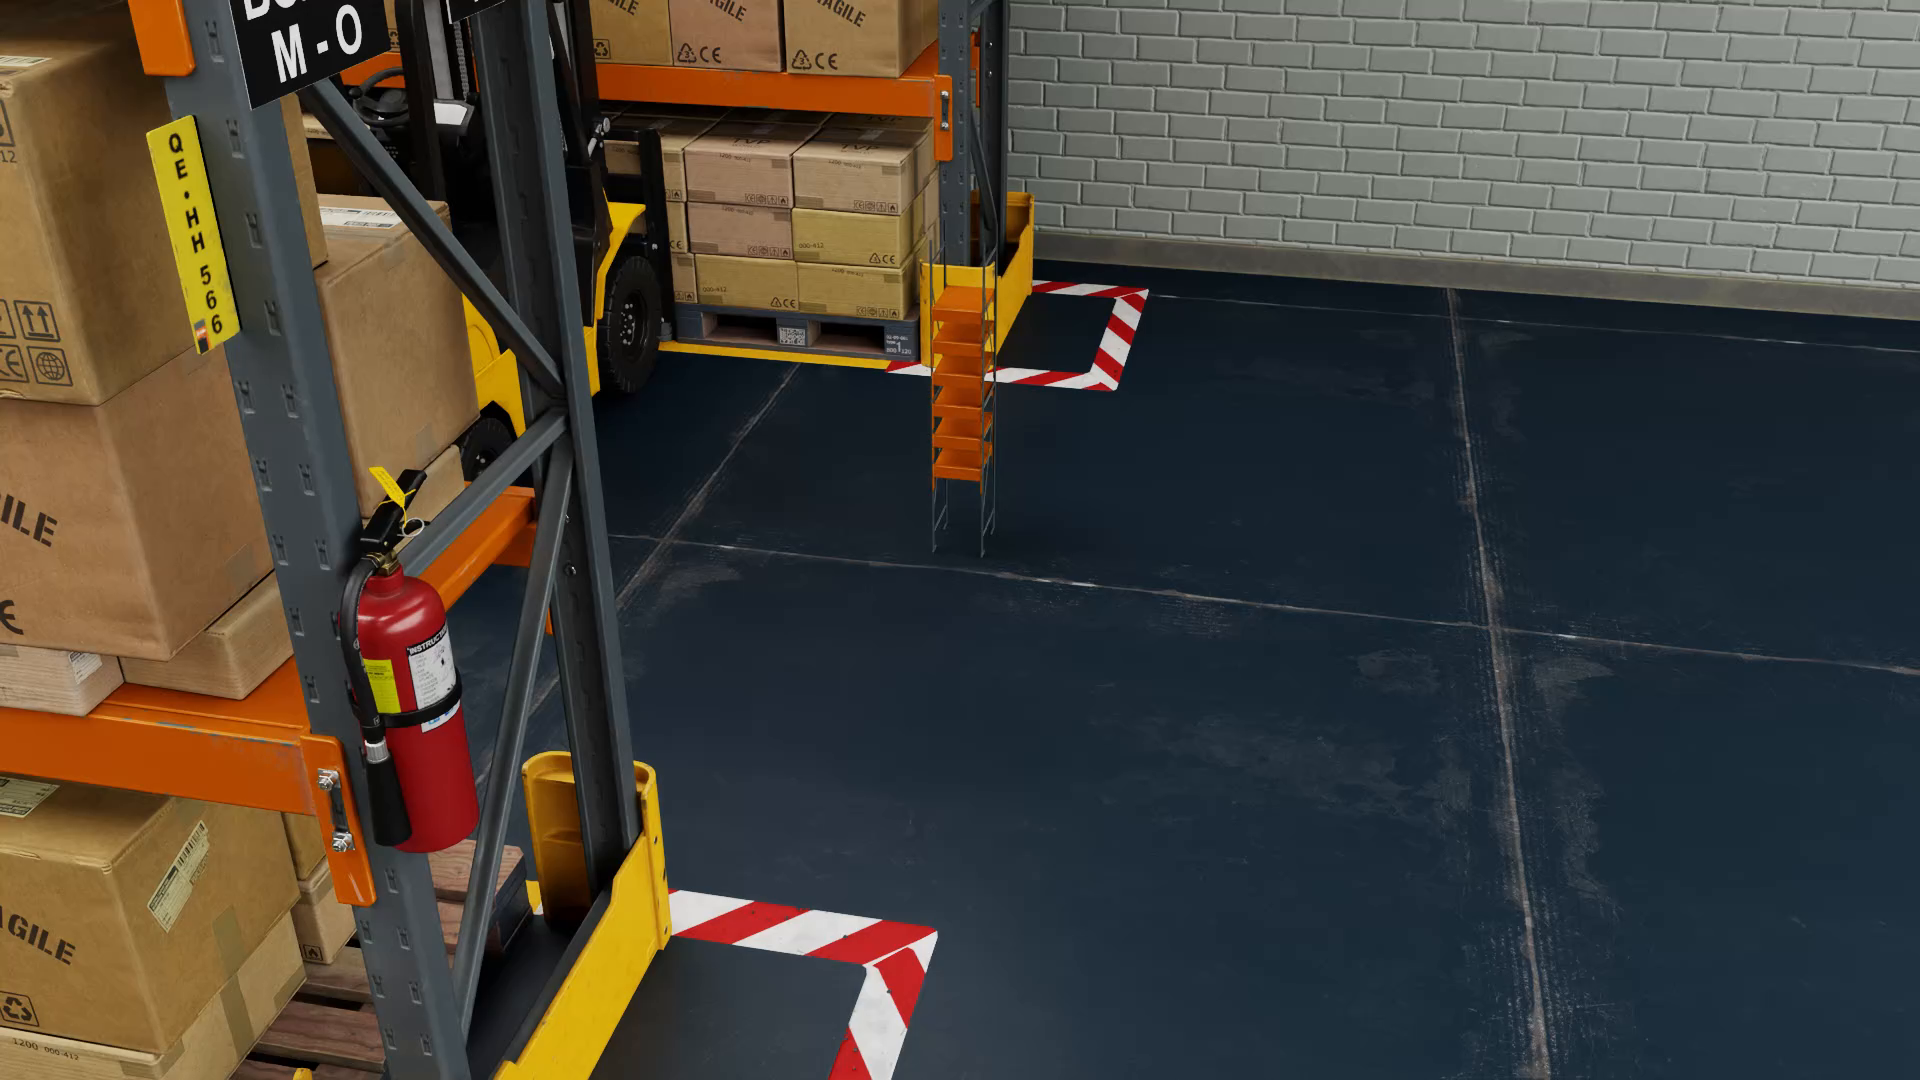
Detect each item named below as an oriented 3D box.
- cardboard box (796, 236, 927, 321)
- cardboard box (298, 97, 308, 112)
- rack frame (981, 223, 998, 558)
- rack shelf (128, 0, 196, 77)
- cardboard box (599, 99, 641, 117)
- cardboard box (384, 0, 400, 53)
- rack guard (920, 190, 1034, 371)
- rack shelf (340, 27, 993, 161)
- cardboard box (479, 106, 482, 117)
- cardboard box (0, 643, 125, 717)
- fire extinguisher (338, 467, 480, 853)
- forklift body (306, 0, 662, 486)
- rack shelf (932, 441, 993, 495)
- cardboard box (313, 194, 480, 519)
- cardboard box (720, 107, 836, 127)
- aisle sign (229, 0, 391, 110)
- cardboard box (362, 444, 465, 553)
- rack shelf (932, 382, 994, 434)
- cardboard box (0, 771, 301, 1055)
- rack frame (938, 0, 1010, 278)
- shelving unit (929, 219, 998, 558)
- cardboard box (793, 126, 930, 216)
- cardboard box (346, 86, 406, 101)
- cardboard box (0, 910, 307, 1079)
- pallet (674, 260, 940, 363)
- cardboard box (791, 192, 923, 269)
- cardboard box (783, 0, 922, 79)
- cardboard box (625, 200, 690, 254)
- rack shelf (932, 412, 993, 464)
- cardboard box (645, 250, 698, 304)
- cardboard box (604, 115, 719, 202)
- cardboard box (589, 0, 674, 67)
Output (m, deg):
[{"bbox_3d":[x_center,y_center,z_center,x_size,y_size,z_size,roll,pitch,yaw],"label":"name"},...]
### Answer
[{"bbox_3d":[-0.454,-1.255,7.845,0.500,0.250,0.500,6,29,11],"label":"cardboard box"},{"bbox_3d":[-3.432,-2.000,8.165,0.500,0.250,0.500,5,29,10],"label":"cardboard box"},{"bbox_3d":[0.104,-0.516,5.942,0.006,1.200,0.240,6,29,11],"label":"rack frame"},{"bbox_3d":[-2.917,-1.247,3.030,4.000,0.370,1.077,6,29,11],"label":"rack shelf"},{"bbox_3d":[-1.835,-2.090,8.329,0.500,0.250,0.500,5,29,10],"label":"cardboard box"},{"bbox_3d":[-2.452,-2.561,7.701,0.500,0.500,0.500,6,29,10],"label":"cardboard box"},{"bbox_3d":[0.095,-1.279,8.066,0.348,0.500,1.175,6,29,11],"label":"rack guard"},{"bbox_3d":[-1.884,-2.263,8.009,4.000,0.370,1.077,6,29,11],"label":"rack shelf"},{"bbox_3d":[-2.445,-1.900,7.981,0.500,0.250,0.500,7,29,12],"label":"cardboard box"},{"bbox_3d":[-1.642,0.153,3.108,0.250,0.149,0.380,6,29,10],"label":"cardboard box"},{"bbox_3d":[-0.945,0.215,2.814,0.183,0.674,0.296,6,29,11],"label":"fire extinguisher"},{"bbox_3d":[-2.164,-1.339,6.456,1.214,2.155,2.313,6,29,11],"label":"forklift body"},{"bbox_3d":[0.014,-0.275,6.096,0.180,0.103,0.258,6,29,11],"label":"rack shelf"},{"bbox_3d":[-1.366,-0.399,3.441,0.500,0.500,0.500,5,29,10],"label":"cardboard box"},{"bbox_3d":[-0.848,-1.980,8.128,0.500,0.250,0.500,6,29,11],"label":"cardboard box"},{"bbox_3d":[-0.961,-1.045,2.327,0.004,0.787,0.394,6,29,11],"label":"aisle sign"},{"bbox_3d":[-1.250,-0.068,3.512,0.250,0.149,0.380,6,29,11],"label":"cardboard box"},{"bbox_3d":[0.014,-0.486,5.981,0.180,0.103,0.258,6,29,11],"label":"rack shelf"},{"bbox_3d":[-1.799,0.688,3.514,0.500,0.500,0.500,6,29,11],"label":"cardboard box"},{"bbox_3d":[0.072,-2.378,7.470,0.127,3.000,1.000,6,29,11],"label":"rack frame"},{"bbox_3d":[0.014,-0.525,5.959,0.189,1.200,0.258,6,29,11],"label":"shelving unit"},{"bbox_3d":[-0.444,-1.695,7.606,0.500,0.250,0.500,7,29,12],"label":"cardboard box"},{"bbox_3d":[-2.820,-2.194,8.518,0.500,0.250,0.500,5,29,10],"label":"cardboard box"},{"bbox_3d":[-1.831,1.018,3.693,0.500,0.250,0.500,6,29,10],"label":"cardboard box"},{"bbox_3d":[-0.685,-1.212,8.244,1.213,0.211,1.003,6,29,11],"label":"pallet"},{"bbox_3d":[-0.469,-1.478,7.731,0.500,0.250,0.500,5,29,10],"label":"cardboard box"},{"bbox_3d":[-0.464,-2.348,7.311,0.500,0.500,0.500,5,29,9],"label":"cardboard box"},{"bbox_3d":[-1.467,-1.575,7.908,0.500,0.250,0.500,5,29,9],"label":"cardboard box"},{"bbox_3d":[0.014,-0.381,6.038,0.180,0.103,0.258,6,29,11],"label":"rack shelf"},{"bbox_3d":[-1.425,-1.364,8.043,0.500,0.250,0.500,6,29,11],"label":"cardboard box"},{"bbox_3d":[-1.440,-1.789,7.779,0.500,0.250,0.500,6,29,11],"label":"cardboard box"},{"bbox_3d":[-1.471,-2.456,7.508,0.500,0.500,0.500,5,29,10],"label":"cardboard box"}]
